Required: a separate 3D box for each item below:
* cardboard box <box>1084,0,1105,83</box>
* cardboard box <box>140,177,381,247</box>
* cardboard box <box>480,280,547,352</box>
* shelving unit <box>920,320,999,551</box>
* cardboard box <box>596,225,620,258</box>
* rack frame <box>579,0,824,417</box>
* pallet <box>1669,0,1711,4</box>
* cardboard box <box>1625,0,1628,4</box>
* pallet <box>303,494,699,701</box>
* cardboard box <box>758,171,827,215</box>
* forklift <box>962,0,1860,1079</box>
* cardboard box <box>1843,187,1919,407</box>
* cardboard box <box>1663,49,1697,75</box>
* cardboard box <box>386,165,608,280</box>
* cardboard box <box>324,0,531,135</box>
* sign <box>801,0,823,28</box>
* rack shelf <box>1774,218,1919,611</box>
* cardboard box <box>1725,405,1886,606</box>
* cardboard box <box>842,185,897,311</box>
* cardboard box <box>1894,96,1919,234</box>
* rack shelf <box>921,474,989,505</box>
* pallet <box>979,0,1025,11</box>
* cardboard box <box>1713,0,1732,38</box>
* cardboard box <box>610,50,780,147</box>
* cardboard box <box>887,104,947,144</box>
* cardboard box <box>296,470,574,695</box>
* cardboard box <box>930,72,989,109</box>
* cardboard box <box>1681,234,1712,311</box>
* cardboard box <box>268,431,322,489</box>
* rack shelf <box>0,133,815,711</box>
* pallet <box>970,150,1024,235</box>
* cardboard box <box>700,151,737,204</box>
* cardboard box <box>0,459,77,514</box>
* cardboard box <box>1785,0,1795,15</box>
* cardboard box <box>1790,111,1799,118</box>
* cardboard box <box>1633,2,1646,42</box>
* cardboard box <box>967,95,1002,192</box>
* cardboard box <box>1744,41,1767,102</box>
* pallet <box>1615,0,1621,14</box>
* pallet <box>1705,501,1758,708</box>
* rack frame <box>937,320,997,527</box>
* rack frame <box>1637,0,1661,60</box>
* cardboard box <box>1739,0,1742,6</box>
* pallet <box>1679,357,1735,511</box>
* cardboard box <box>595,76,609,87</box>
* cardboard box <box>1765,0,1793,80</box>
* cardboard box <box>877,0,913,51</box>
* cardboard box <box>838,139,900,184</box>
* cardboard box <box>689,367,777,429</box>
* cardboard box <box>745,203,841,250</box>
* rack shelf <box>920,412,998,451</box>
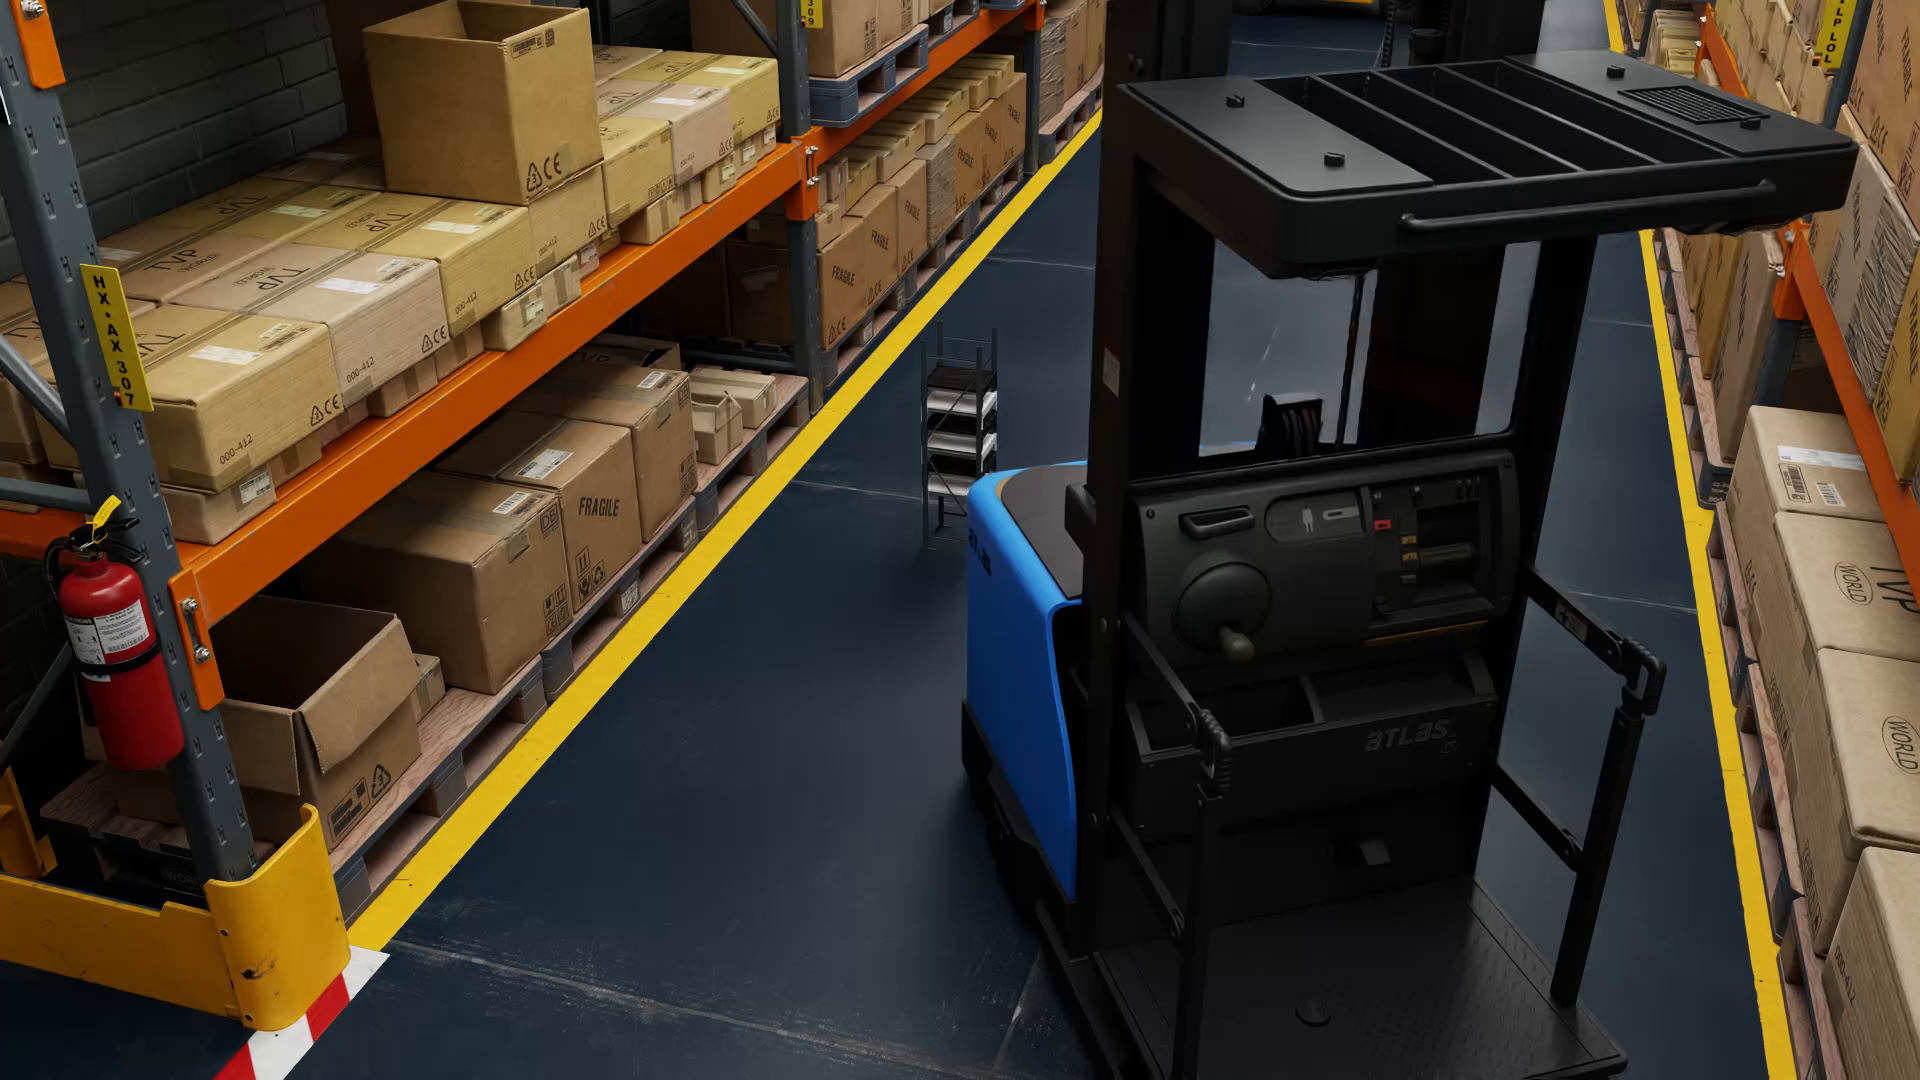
[{"bbox_3d":[0.609,-3.896,12.679,0.875,0.625,0.625,7,30,13],"label":"cardboard box"},{"bbox_3d":[-2.134,-0.912,5.152,0.500,0.250,0.500,9,30,16],"label":"cardboard box"},{"bbox_3d":[-1.533,-0.723,5.222,0.380,0.149,0.250,8,30,13],"label":"cardboard box"},{"bbox_3d":[-0.002,-0.389,6.524,0.258,0.900,0.210,8,30,15],"label":"shelving unit"},{"bbox_3d":[-1.438,-1.099,5.898,0.380,0.149,0.250,9,30,16],"label":"cardboard box"},{"bbox_3d":[-1.143,-1.986,7.235,1.000,3.000,0.127,8,30,15],"label":"rack frame"},{"bbox_3d":[4.884,-3.401,9.975,1.213,0.211,1.003,8,30,15],"label":"pallet"},{"bbox_3d":[6.319,-5.011,15.069,0.500,0.250,0.500,11,31,18],"label":"cardboard box"},{"bbox_3d":[-1.702,0.120,6.317,1.003,0.211,1.213,8,30,15],"label":"pallet"},{"bbox_3d":[-0.841,-1.628,7.757,0.380,0.149,0.250,8,30,14],"label":"cardboard box"},{"bbox_3d":[0.905,0.086,3.580,1.130,2.935,3.031,-8,30,-14],"label":"forklift"},{"bbox_3d":[2.911,-0.679,4.782,0.500,0.500,0.500,9,30,15],"label":"cardboard box"},{"bbox_3d":[5.389,-3.130,11.563,0.950,0.372,0.625,10,30,17],"label":"cardboard box"},{"bbox_3d":[-1.503,-1.075,5.445,0.500,0.250,0.500,8,30,14],"label":"cardboard box"},{"bbox_3d":[-1.835,-1.724,5.841,0.500,0.500,0.500,8,30,13],"label":"cardboard box"},{"bbox_3d":[-0.622,-2.291,6.891,0.100,0.325,0.005,8,30,15],"label":"sign"},{"bbox_3d":[3.016,-0.036,4.469,1.077,0.370,4.000,8,30,15],"label":"rack shelf"},{"bbox_3d":[3.316,-0.067,5.988,0.875,0.438,0.875,8,30,14],"label":"cardboard box"},{"bbox_3d":[-0.639,-1.519,8.534,0.500,0.500,0.500,8,30,14],"label":"cardboard box"},{"bbox_3d":[2.916,-1.103,4.516,0.500,0.500,0.500,9,30,16],"label":"cardboard box"},{"bbox_3d":[-0.002,-0.203,6.628,0.258,0.077,0.200,8,30,15],"label":"rack shelf"},{"bbox_3d":[-0.101,-3.436,10.039,1.213,0.211,1.003,8,30,15],"label":"pallet"},{"bbox_3d":[4.393,-2.881,8.998,0.500,0.250,0.500,8,30,14],"label":"cardboard box"},{"bbox_3d":[-1.059,-1.779,6.711,0.500,0.250,0.500,9,30,16],"label":"cardboard box"},{"bbox_3d":[-0.288,-2.342,9.346,0.380,0.149,0.250,7,30,12],"label":"cardboard box"},{"bbox_3d":[-1.759,0.119,5.589,0.700,0.500,0.500,10,31,17],"label":"cardboard box"},{"bbox_3d":[-0.042,-2.707,10.002,0.380,0.149,0.250,7,30,13],"label":"cardboard box"},{"bbox_3d":[4.229,-1.670,8.421,0.875,0.875,0.875,9,30,15],"label":"cardboard box"},{"bbox_3d":[-1.928,-0.256,4.383,0.380,0.149,0.250,9,30,16],"label":"cardboard box"},{"bbox_3d":[-1.730,-0.742,5.739,1.077,0.370,4.000,8,30,15],"label":"rack shelf"},{"bbox_3d":[-0.224,-2.285,10.640,1.003,0.211,1.213,8,30,15],"label":"pallet"},{"bbox_3d":[-1.104,-1.444,6.518,0.380,0.149,0.250,9,30,16],"label":"cardboard box"},{"bbox_3d":[-2.477,-0.210,4.300,0.380,0.149,0.250,8,30,14],"label":"cardboard box"},{"bbox_3d":[3.806,-2.478,6.987,0.500,0.500,0.500,9,30,16],"label":"cardboard box"},{"bbox_3d":[3.494,-1.458,6.440,0.500,0.250,0.500,8,30,14],"label":"cardboard box"},{"bbox_3d":[5.868,-4.292,13.777,0.500,0.250,0.500,10,31,17],"label":"cardboard box"},{"bbox_3d":[-0.045,-2.478,10.258,0.500,0.500,0.500,8,30,14],"label":"cardboard box"},{"bbox_3d":[3.958,-2.167,7.715,0.500,0.250,0.500,8,30,15],"label":"cardboard box"},{"bbox_3d":[6.831,-5.230,15.934,1.003,0.211,1.213,8,30,15],"label":"pallet"},{"bbox_3d":[3.305,0.281,6.027,1.003,0.211,1.213,8,30,15],"label":"pallet"},{"bbox_3d":[0.027,-0.437,6.609,0.240,0.900,0.006,8,30,15],"label":"rack frame"},{"bbox_3d":[5.951,-4.997,12.648,1.000,3.000,0.127,8,30,15],"label":"rack frame"},{"bbox_3d":[4.240,-2.851,8.430,0.500,0.250,0.500,9,30,16],"label":"cardboard box"},{"bbox_3d":[3.757,-0.430,7.306,1.003,0.211,1.213,8,30,15],"label":"pallet"},{"bbox_3d":[-1.687,-1.625,6.434,0.500,0.250,0.500,8,30,14],"label":"cardboard box"},{"bbox_3d":[3.786,-2.147,7.164,0.500,0.250,0.500,9,30,16],"label":"cardboard box"},{"bbox_3d":[-0.635,-2.647,7.888,0.700,0.500,0.500,9,30,15],"label":"cardboard box"},{"bbox_3d":[-0.535,-1.990,8.714,0.380,0.149,0.250,8,30,15],"label":"cardboard box"},{"bbox_3d":[-1.026,-0.623,7.285,0.380,0.149,0.250,8,30,13],"label":"cardboard box"},{"bbox_3d":[-0.783,-1.489,7.814,0.380,0.149,0.250,10,31,17],"label":"cardboard box"},{"bbox_3d":[-0.002,-0.439,6.497,0.258,0.077,0.200,8,30,15],"label":"rack shelf"}]
